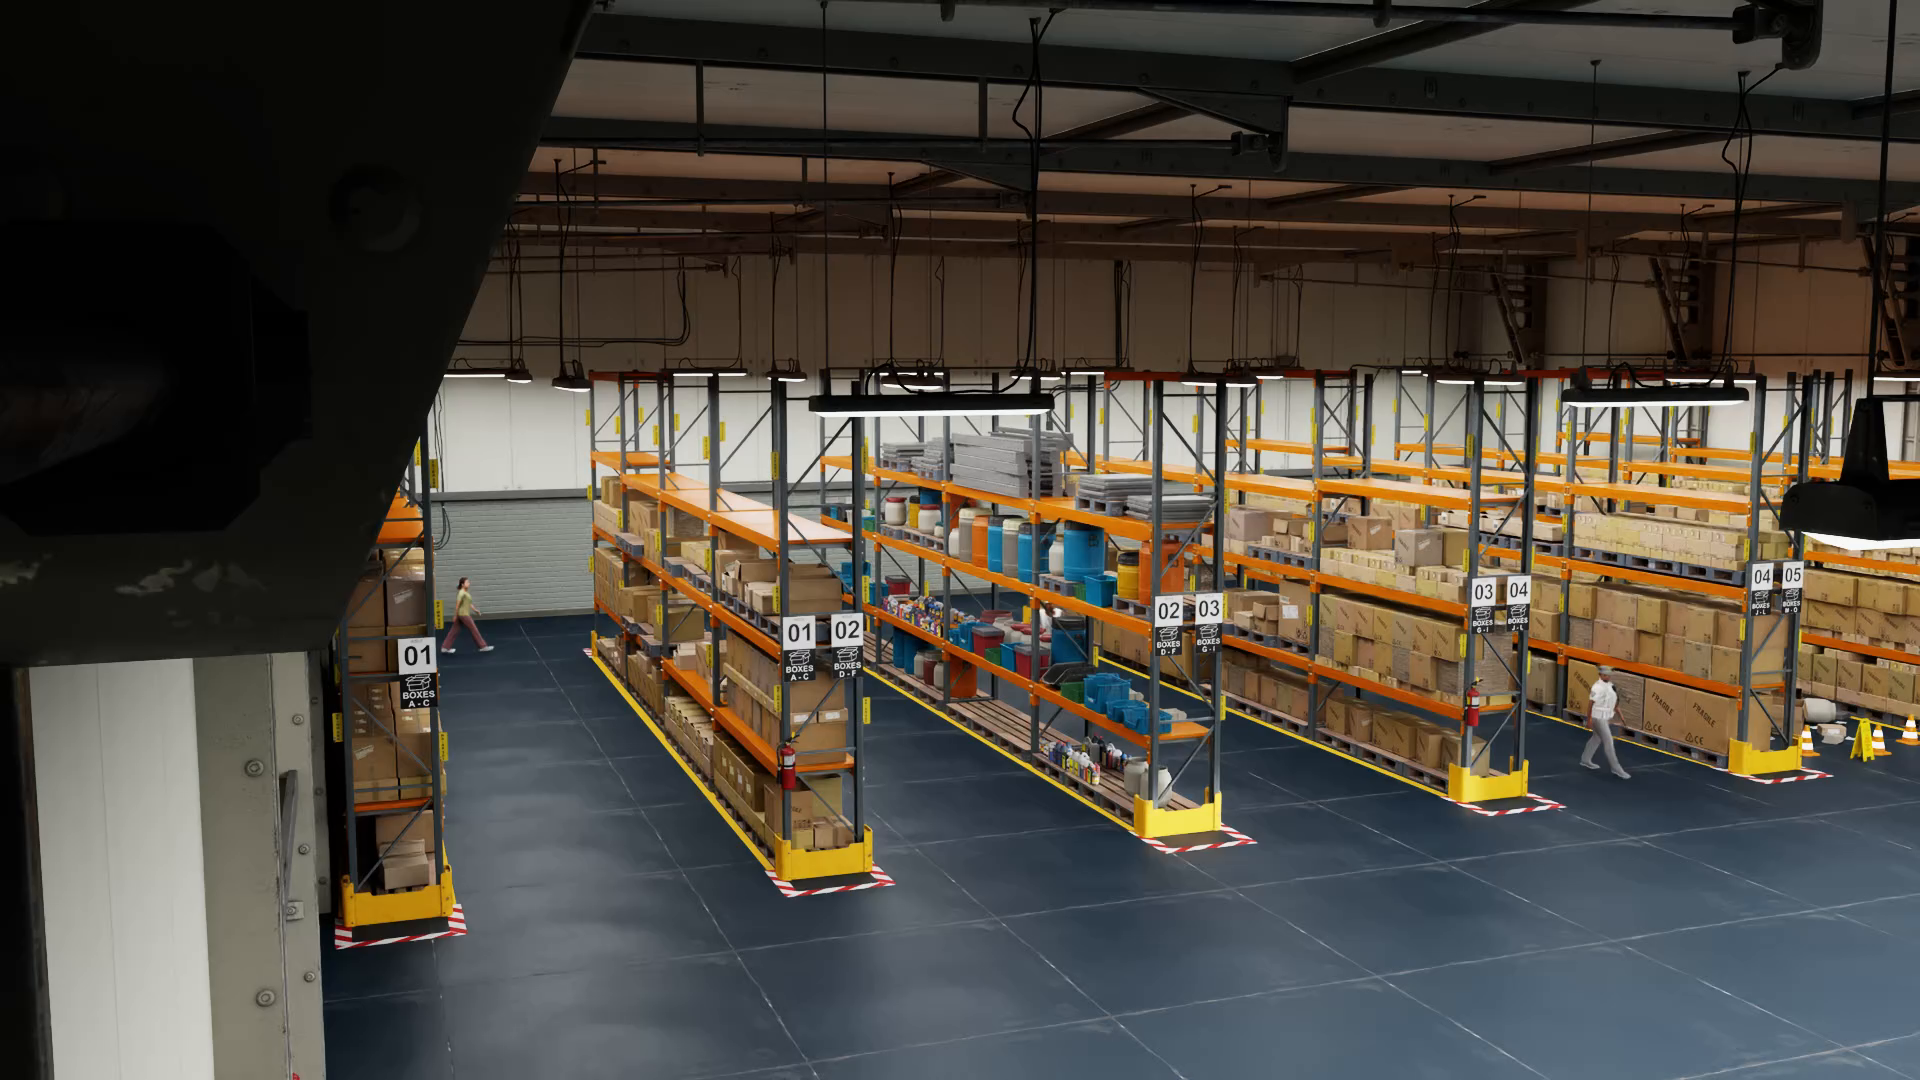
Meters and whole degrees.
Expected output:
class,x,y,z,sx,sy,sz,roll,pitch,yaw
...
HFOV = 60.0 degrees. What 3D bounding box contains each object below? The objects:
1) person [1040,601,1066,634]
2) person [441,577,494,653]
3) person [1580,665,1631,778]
class,x,y,z,sx,sy,sz,roll,pitch,yaw
person,1.731,1.915,32.116,0.727,1.687,0.628,-1,7,-13
person,-10.467,1.580,35.229,1.089,1.593,0.421,-3,7,-24
person,9.777,2.700,25.101,0.465,1.646,0.860,-6,8,-41
